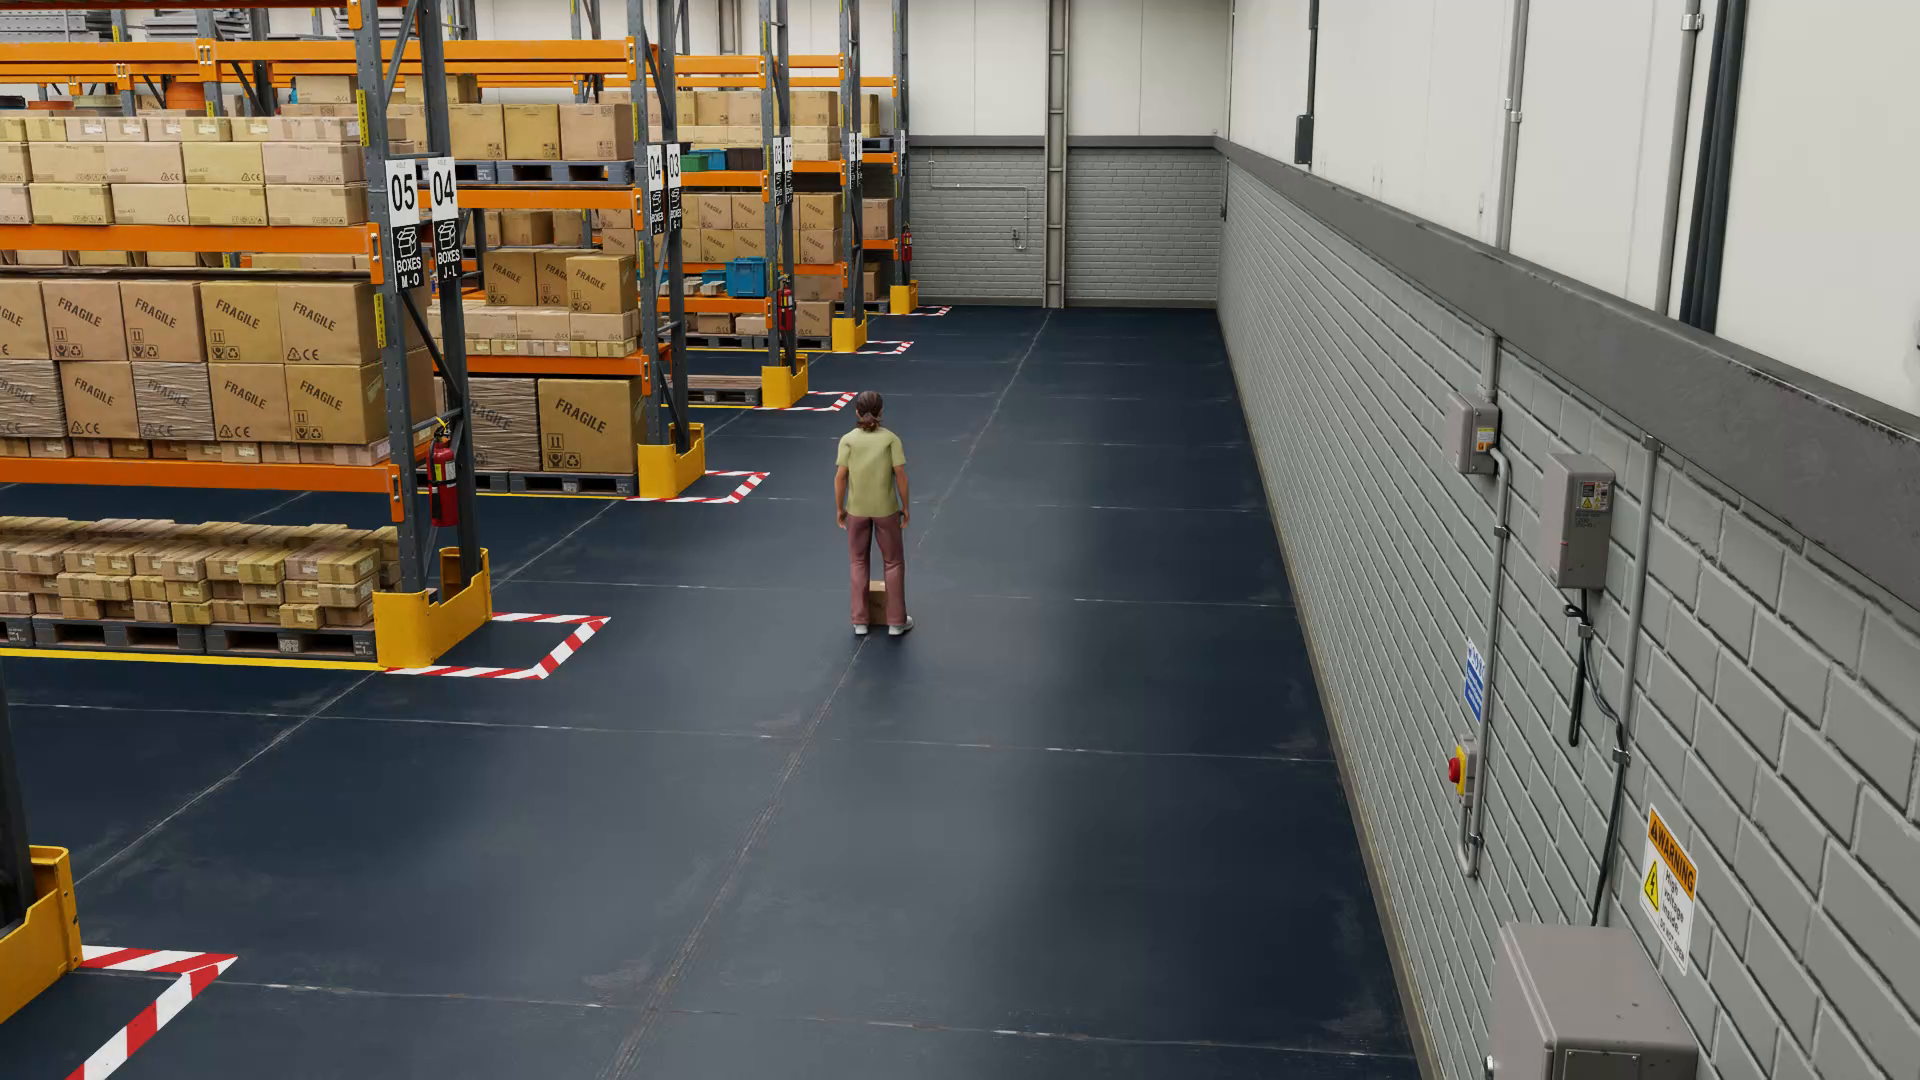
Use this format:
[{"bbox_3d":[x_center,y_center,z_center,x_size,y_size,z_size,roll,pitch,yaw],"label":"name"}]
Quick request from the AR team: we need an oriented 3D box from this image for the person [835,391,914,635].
[{"bbox_3d":[-0.587,-0.183,11.318,0.515,1.671,0.361,1,14,3],"label":"person"}]
